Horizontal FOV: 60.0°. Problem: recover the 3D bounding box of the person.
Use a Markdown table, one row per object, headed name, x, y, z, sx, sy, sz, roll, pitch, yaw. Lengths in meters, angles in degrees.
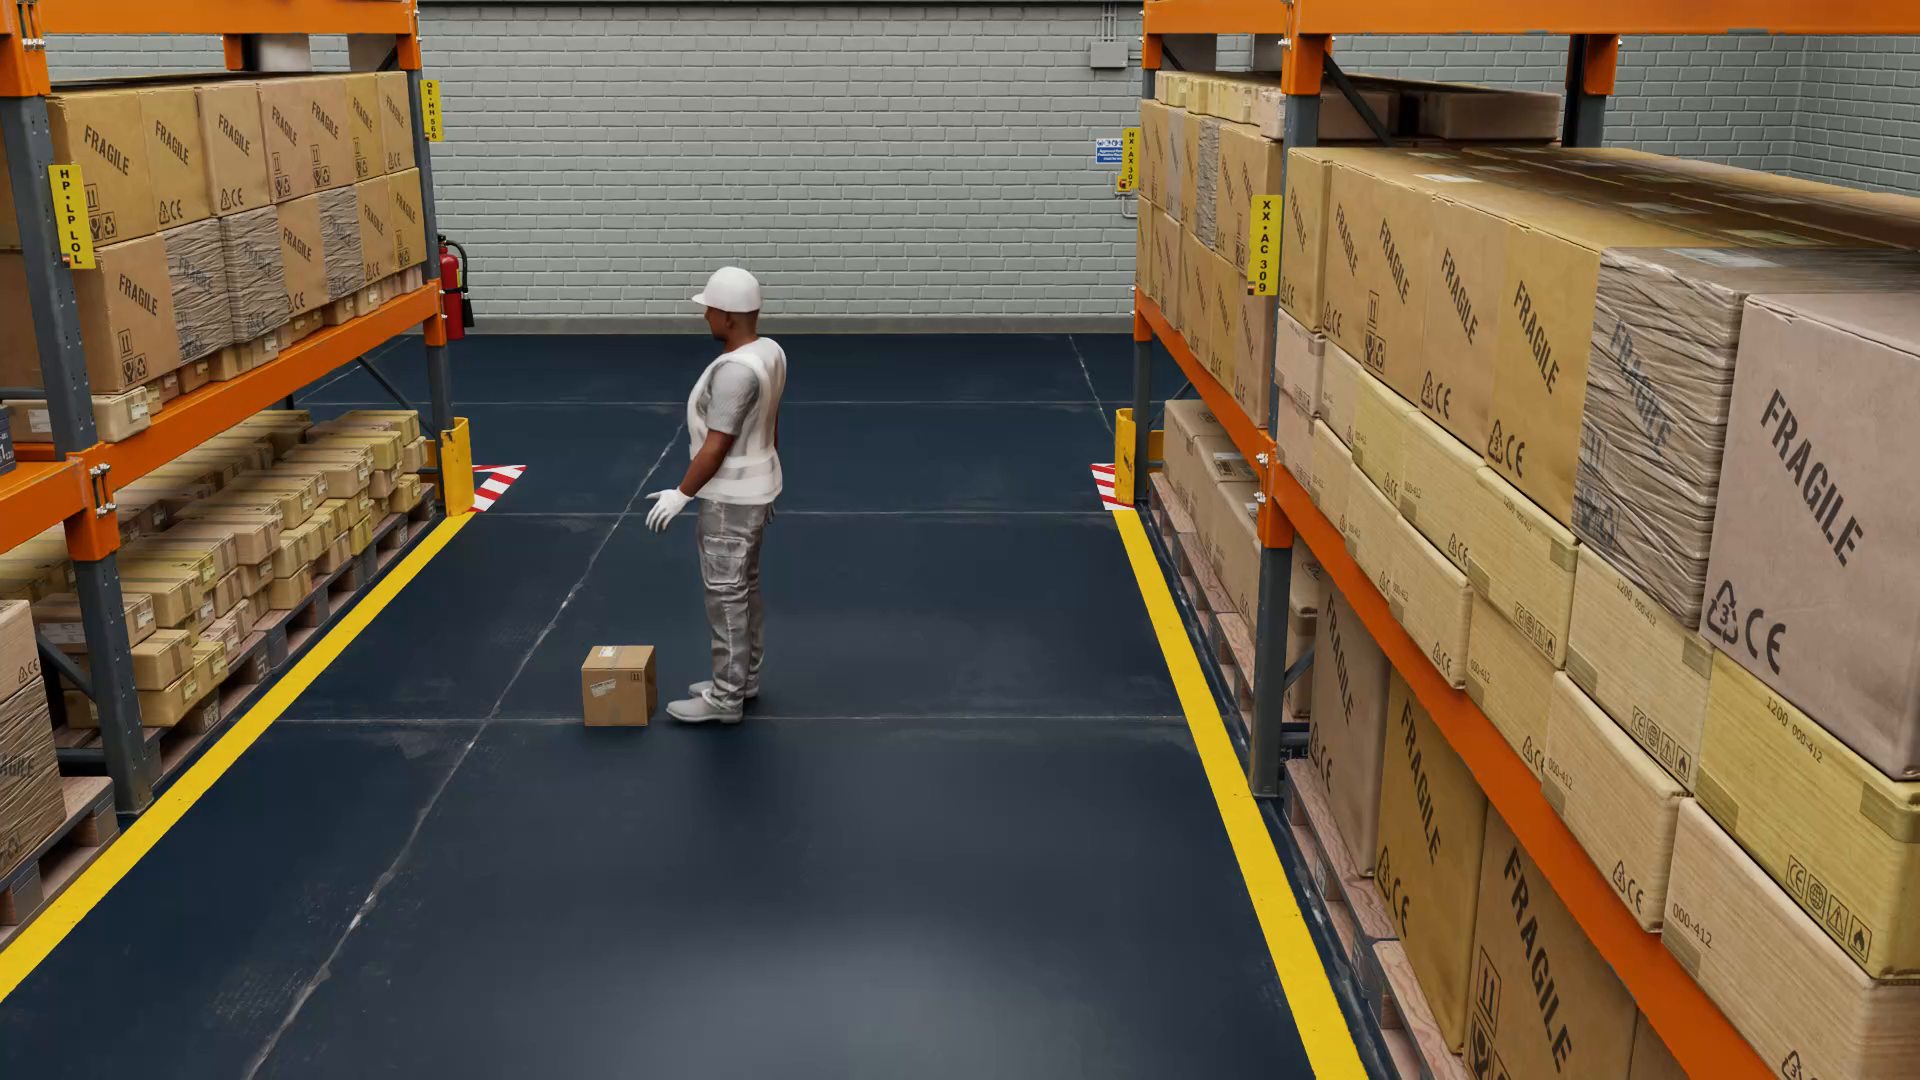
| name | x | y | z | sx | sy | sz | roll | pitch | yaw |
| --- | --- | --- | --- | --- | --- | --- | --- | --- | --- |
| person | -0.934 | -0.159 | 6.494 | 0.491 | 1.808 | 0.570 | 1 | 17 | 5 |
